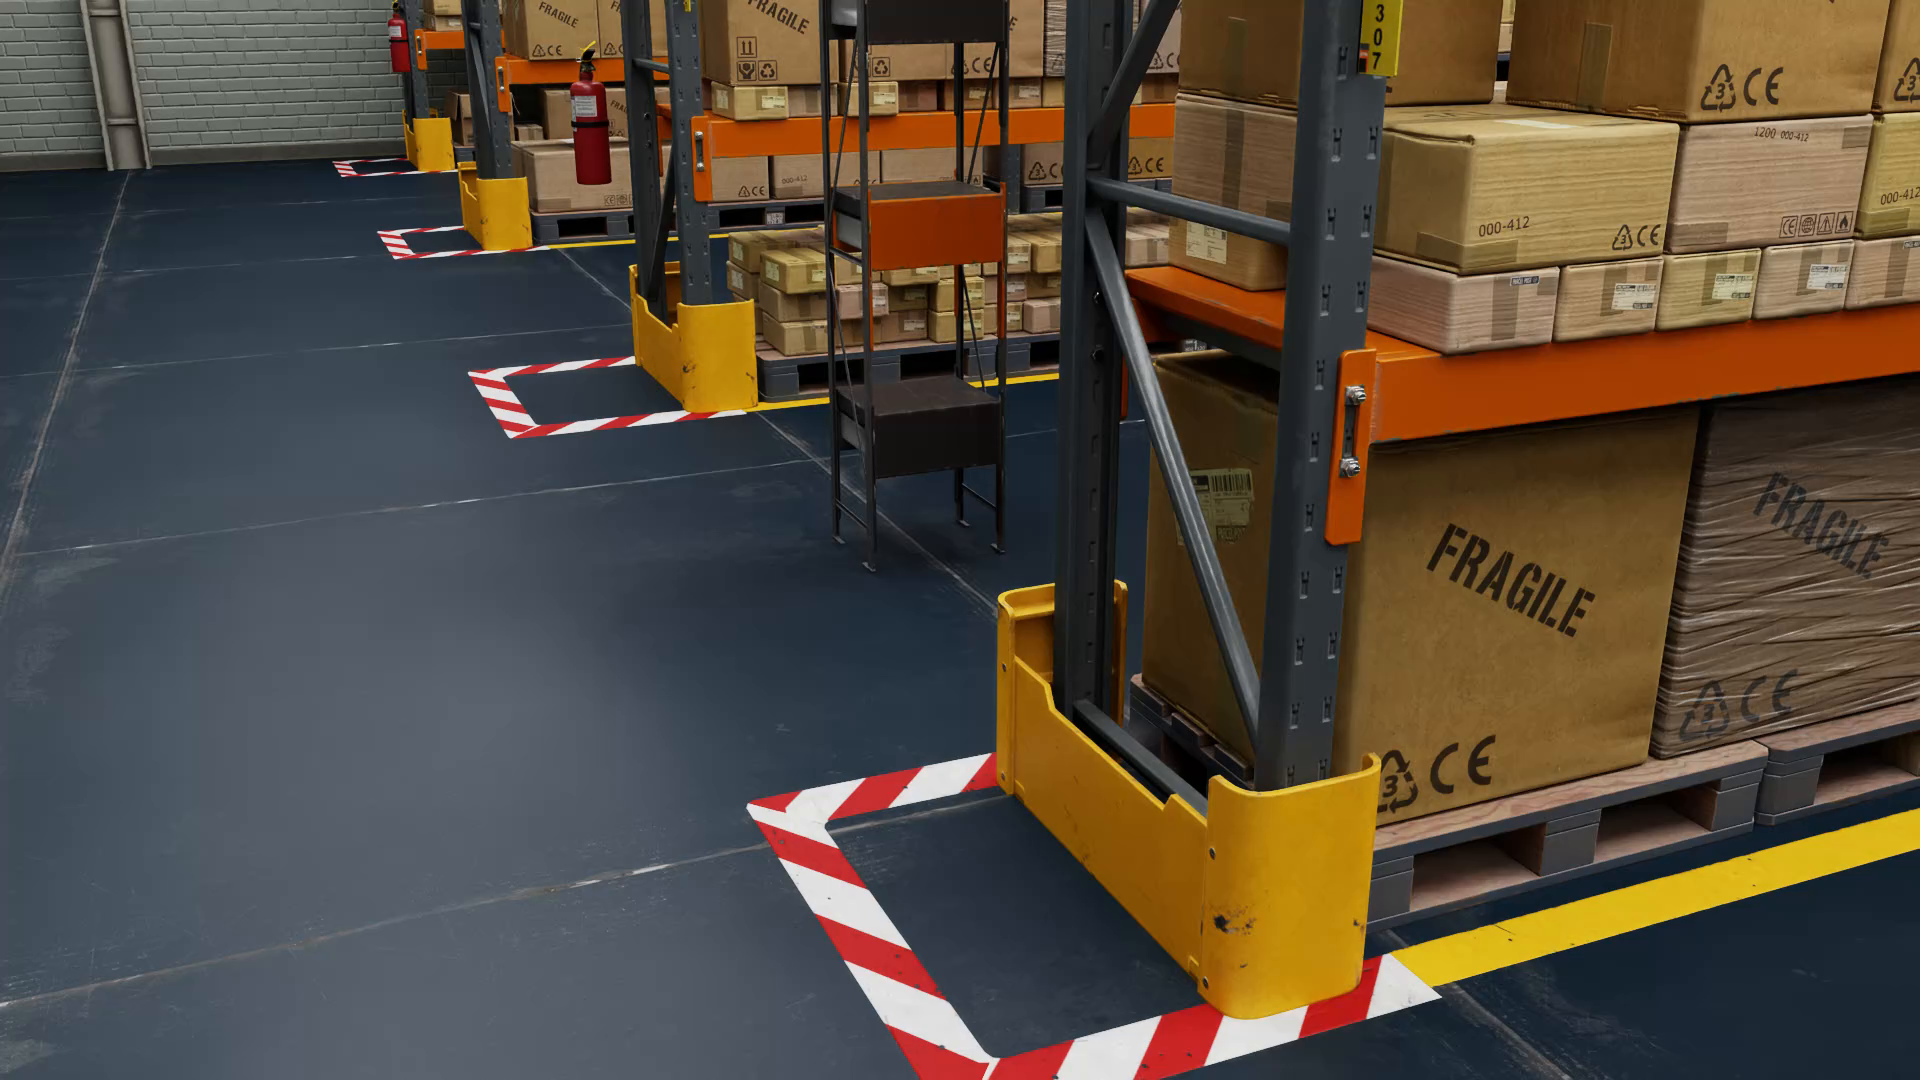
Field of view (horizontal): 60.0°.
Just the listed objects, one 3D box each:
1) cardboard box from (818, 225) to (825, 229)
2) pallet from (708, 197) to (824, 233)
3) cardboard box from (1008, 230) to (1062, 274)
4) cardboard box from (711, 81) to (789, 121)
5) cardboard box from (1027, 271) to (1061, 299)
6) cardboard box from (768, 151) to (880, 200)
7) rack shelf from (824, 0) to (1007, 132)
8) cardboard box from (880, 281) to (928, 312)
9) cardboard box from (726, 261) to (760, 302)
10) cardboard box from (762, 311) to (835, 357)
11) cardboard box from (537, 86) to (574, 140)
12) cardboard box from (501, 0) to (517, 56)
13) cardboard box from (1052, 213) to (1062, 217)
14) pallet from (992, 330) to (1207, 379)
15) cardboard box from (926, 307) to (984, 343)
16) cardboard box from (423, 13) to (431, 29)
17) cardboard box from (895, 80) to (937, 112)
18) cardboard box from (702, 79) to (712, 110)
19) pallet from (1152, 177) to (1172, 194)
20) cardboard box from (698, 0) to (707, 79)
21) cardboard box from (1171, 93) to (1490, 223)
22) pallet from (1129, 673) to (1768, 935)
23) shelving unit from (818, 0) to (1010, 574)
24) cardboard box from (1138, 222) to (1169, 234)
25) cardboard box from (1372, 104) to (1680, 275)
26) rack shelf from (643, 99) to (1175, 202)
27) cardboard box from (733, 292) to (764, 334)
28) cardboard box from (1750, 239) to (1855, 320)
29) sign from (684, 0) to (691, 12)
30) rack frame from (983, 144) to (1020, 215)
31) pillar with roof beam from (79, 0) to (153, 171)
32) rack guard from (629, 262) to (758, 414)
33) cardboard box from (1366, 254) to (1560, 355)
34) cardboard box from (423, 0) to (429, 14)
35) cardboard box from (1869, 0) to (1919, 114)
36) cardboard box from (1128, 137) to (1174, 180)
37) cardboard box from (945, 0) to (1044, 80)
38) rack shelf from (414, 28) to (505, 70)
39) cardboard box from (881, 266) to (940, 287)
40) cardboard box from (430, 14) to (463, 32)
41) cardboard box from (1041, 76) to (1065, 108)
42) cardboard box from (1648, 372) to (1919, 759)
[{"bbox_3d":[-0.561,-1.552,8.678,0.250,0.149,0.380,-9,21,-23],"label":"cardboard box"},{"bbox_3d":[-1.620,-2.652,13.236,1.213,0.211,1.003,-8,21,-22],"label":"pallet"},{"bbox_3d":[0.429,-1.461,8.420,0.250,0.149,0.380,-8,21,-21],"label":"cardboard box"},{"bbox_3d":[-0.960,-2.007,7.584,0.250,0.149,0.380,-8,21,-22],"label":"cardboard box"},{"bbox_3d":[0.376,-1.358,8.574,0.250,0.149,0.380,-7,21,-19],"label":"cardboard box"},{"bbox_3d":[-1.209,-3.027,13.328,0.875,0.438,0.875,-9,21,-24],"label":"cardboard box"},{"bbox_3d":[-0.152,-1.616,5.384,0.480,0.518,0.431,-8,21,-22],"label":"rack shelf"},{"bbox_3d":[-0.341,-1.245,8.254,0.250,0.149,0.380,-8,21,-21],"label":"cardboard box"},{"bbox_3d":[-1.016,-1.333,8.503,0.250,0.149,0.380,-9,21,-23],"label":"cardboard box"},{"bbox_3d":[-0.780,-1.007,8.027,0.250,0.149,0.380,-8,21,-21],"label":"cardboard box"},{"bbox_3d":[-4.011,-4.363,17.029,0.500,0.500,0.700,-7,21,-20],"label":"cardboard box"},{"bbox_3d":[-3.103,-3.870,12.347,0.500,0.500,0.500,-8,21,-22],"label":"cardboard box"},{"bbox_3d":[0.684,-1.683,9.051,0.250,0.149,0.380,-9,21,-24],"label":"cardboard box"},{"bbox_3d":[0.561,-1.133,8.921,1.213,0.211,1.003,-8,21,-22],"label":"pallet"},{"bbox_3d":[-0.068,-1.102,8.295,0.250,0.149,0.380,-8,21,-21],"label":"cardboard box"},{"bbox_3d":[-5.213,-5.199,16.650,0.250,0.149,0.380,-8,21,-23],"label":"cardboard box"},{"bbox_3d":[-0.291,-2.148,7.984,0.250,0.149,0.380,-7,21,-19],"label":"cardboard box"},{"bbox_3d":[-1.200,-2.193,8.113,0.250,0.149,0.380,-8,21,-22],"label":"cardboard box"},{"bbox_3d":[2.032,-3.176,14.725,1.213,0.211,1.003,-8,21,-22],"label":"pallet"},{"bbox_3d":[-1.077,-2.508,8.029,0.500,0.500,0.500,-8,21,-21],"label":"cardboard box"},{"bbox_3d":[0.824,-0.871,3.758,0.500,0.250,0.500,-9,21,-23],"label":"cardboard box"},{"bbox_3d":[1.187,0.529,4.201,1.213,0.211,1.003,-8,21,-22],"label":"pallet"},{"bbox_3d":[-0.152,-0.969,5.611,0.503,2.100,0.431,-8,21,-22],"label":"shelving unit"},{"bbox_3d":[1.136,-1.562,8.706,0.250,0.149,0.380,-9,21,-25],"label":"cardboard box"},{"bbox_3d":[1.032,-0.707,3.292,0.500,0.250,0.500,-9,21,-23],"label":"cardboard box"},{"bbox_3d":[0.449,-2.106,8.571,4.000,0.370,1.077,-8,21,-22],"label":"rack shelf"},{"bbox_3d":[-0.987,-1.169,8.486,0.250,0.149,0.380,-8,21,-21],"label":"cardboard box"},{"bbox_3d":[1.650,-0.587,3.551,0.250,0.149,0.380,-8,21,-23],"label":"cardboard box"},{"bbox_3d":[-1.173,-2.426,7.091,0.005,0.325,0.100,-8,21,-22],"label":"sign"},{"bbox_3d":[0.232,-4.205,13.449,0.127,3.000,1.000,-8,21,-22],"label":"rack frame"},{"bbox_3d":[-6.538,-6.629,11.300,0.400,9.000,9.100,-8,21,-22],"label":"pillar with roof beam"},{"bbox_3d":[-1.318,-1.014,8.148,0.348,0.500,1.175,-8,21,-22],"label":"rack guard"},{"bbox_3d":[0.941,-0.484,3.260,0.250,0.149,0.380,-8,21,-21],"label":"cardboard box"},{"bbox_3d":[-5.094,-5.403,16.629,0.500,0.250,0.500,-8,21,-20],"label":"cardboard box"},{"bbox_3d":[1.964,-1.197,3.553,0.500,0.500,0.500,-9,21,-23],"label":"cardboard box"},{"bbox_3d":[1.596,-3.628,14.377,0.875,0.875,0.875,-8,21,-20],"label":"cardboard box"},{"bbox_3d":[0.070,-2.484,7.961,0.500,0.500,0.500,-8,21,-21],"label":"cardboard box"},{"bbox_3d":[-3.574,-5.116,17.118,4.000,0.370,1.077,-8,21,-22],"label":"rack shelf"},{"bbox_3d":[-0.284,-1.349,8.101,0.250,0.149,0.380,-8,21,-22],"label":"cardboard box"},{"bbox_3d":[-5.000,-5.033,16.179,0.250,0.149,0.380,-8,21,-22],"label":"cardboard box"},{"bbox_3d":[0.452,-2.228,8.211,0.250,0.149,0.380,-7,21,-20],"label":"cardboard box"},{"bbox_3d":[1.876,-0.081,4.303,0.875,0.875,0.875,-8,21,-22],"label":"cardboard box"}]
